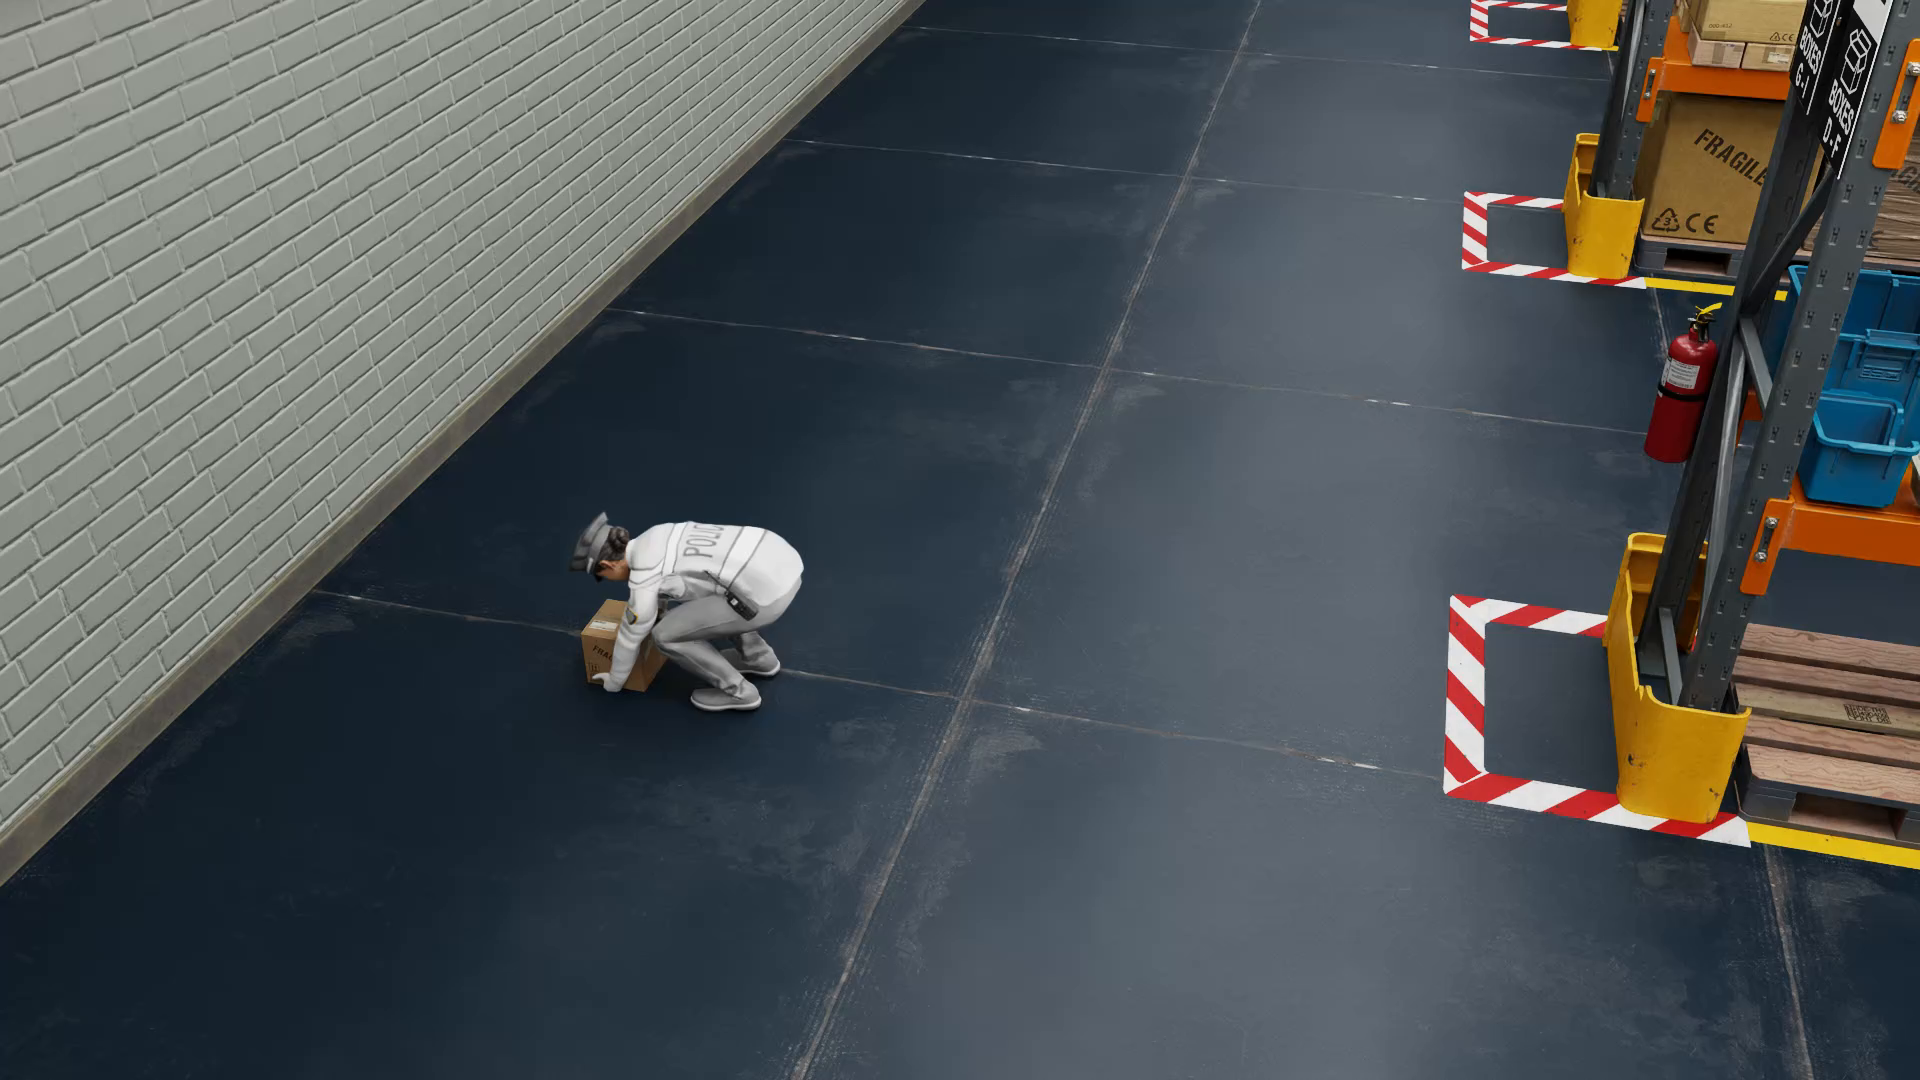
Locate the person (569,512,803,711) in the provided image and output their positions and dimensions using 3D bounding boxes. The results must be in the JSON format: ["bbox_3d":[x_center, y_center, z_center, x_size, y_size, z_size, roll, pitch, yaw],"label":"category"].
[{"bbox_3d":[-1.073,0.267,6.584,0.915,0.763,0.455,7,34,11],"label":"person"}]
